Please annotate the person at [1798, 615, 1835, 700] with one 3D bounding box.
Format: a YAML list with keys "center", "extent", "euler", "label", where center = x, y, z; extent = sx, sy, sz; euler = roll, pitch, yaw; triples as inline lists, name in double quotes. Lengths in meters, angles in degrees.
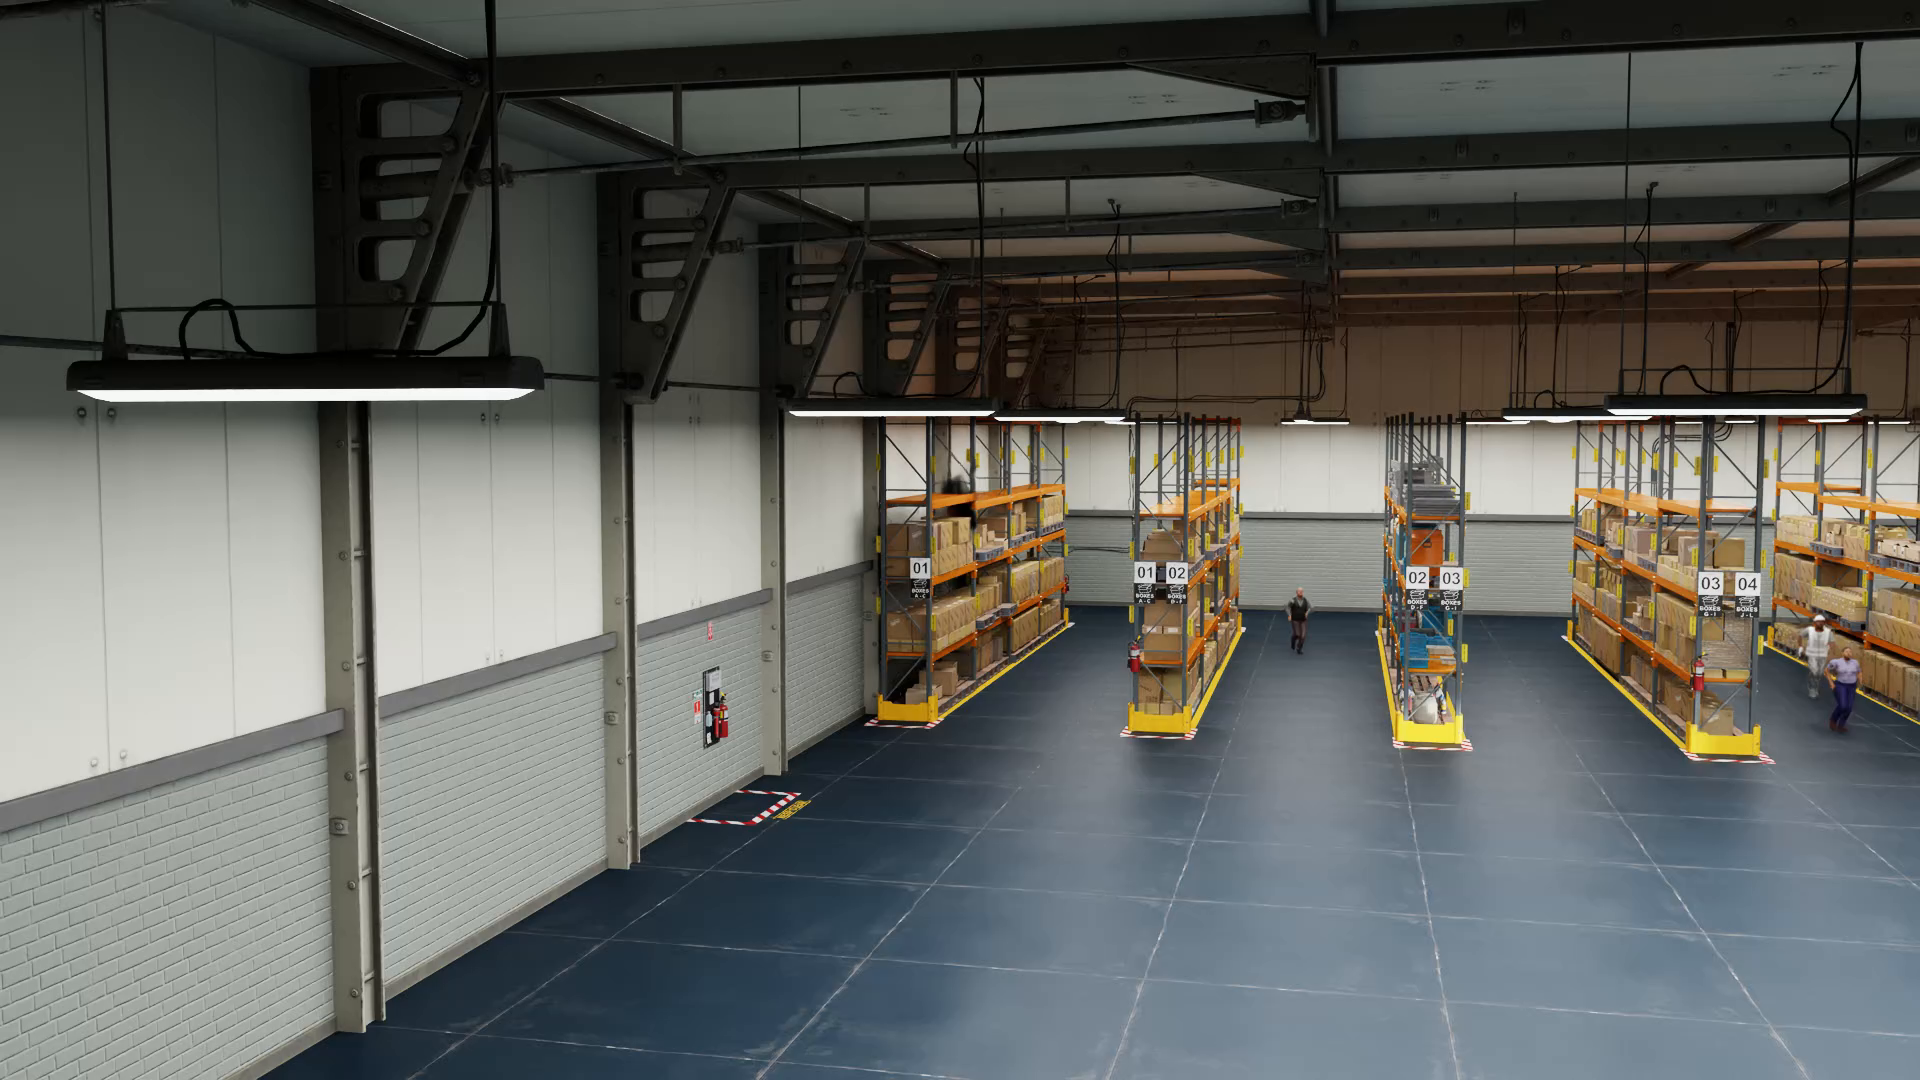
- center: [18.054, 2.468, 35.027]
  extent: [0.662, 1.790, 0.800]
  euler: [1, 4, 11]
  label: "person"

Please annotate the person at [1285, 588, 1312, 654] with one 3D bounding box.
- center: [8.570, 2.046, 41.967]
  extent: [0.652, 1.678, 0.569]
  euler: [0, 4, -2]
  label: "person"

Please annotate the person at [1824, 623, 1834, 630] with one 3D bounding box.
- center: [22.834, 1.836, 44.302]
  extent: [0.754, 1.732, 0.942]
  euler: [-2, 4, -25]
  label: "person"

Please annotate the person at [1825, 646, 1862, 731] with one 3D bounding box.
- center: [16.632, 2.813, 31.200]
  extent: [0.581, 1.597, 0.569]
  euler: [0, 4, 2]
  label: "person"
